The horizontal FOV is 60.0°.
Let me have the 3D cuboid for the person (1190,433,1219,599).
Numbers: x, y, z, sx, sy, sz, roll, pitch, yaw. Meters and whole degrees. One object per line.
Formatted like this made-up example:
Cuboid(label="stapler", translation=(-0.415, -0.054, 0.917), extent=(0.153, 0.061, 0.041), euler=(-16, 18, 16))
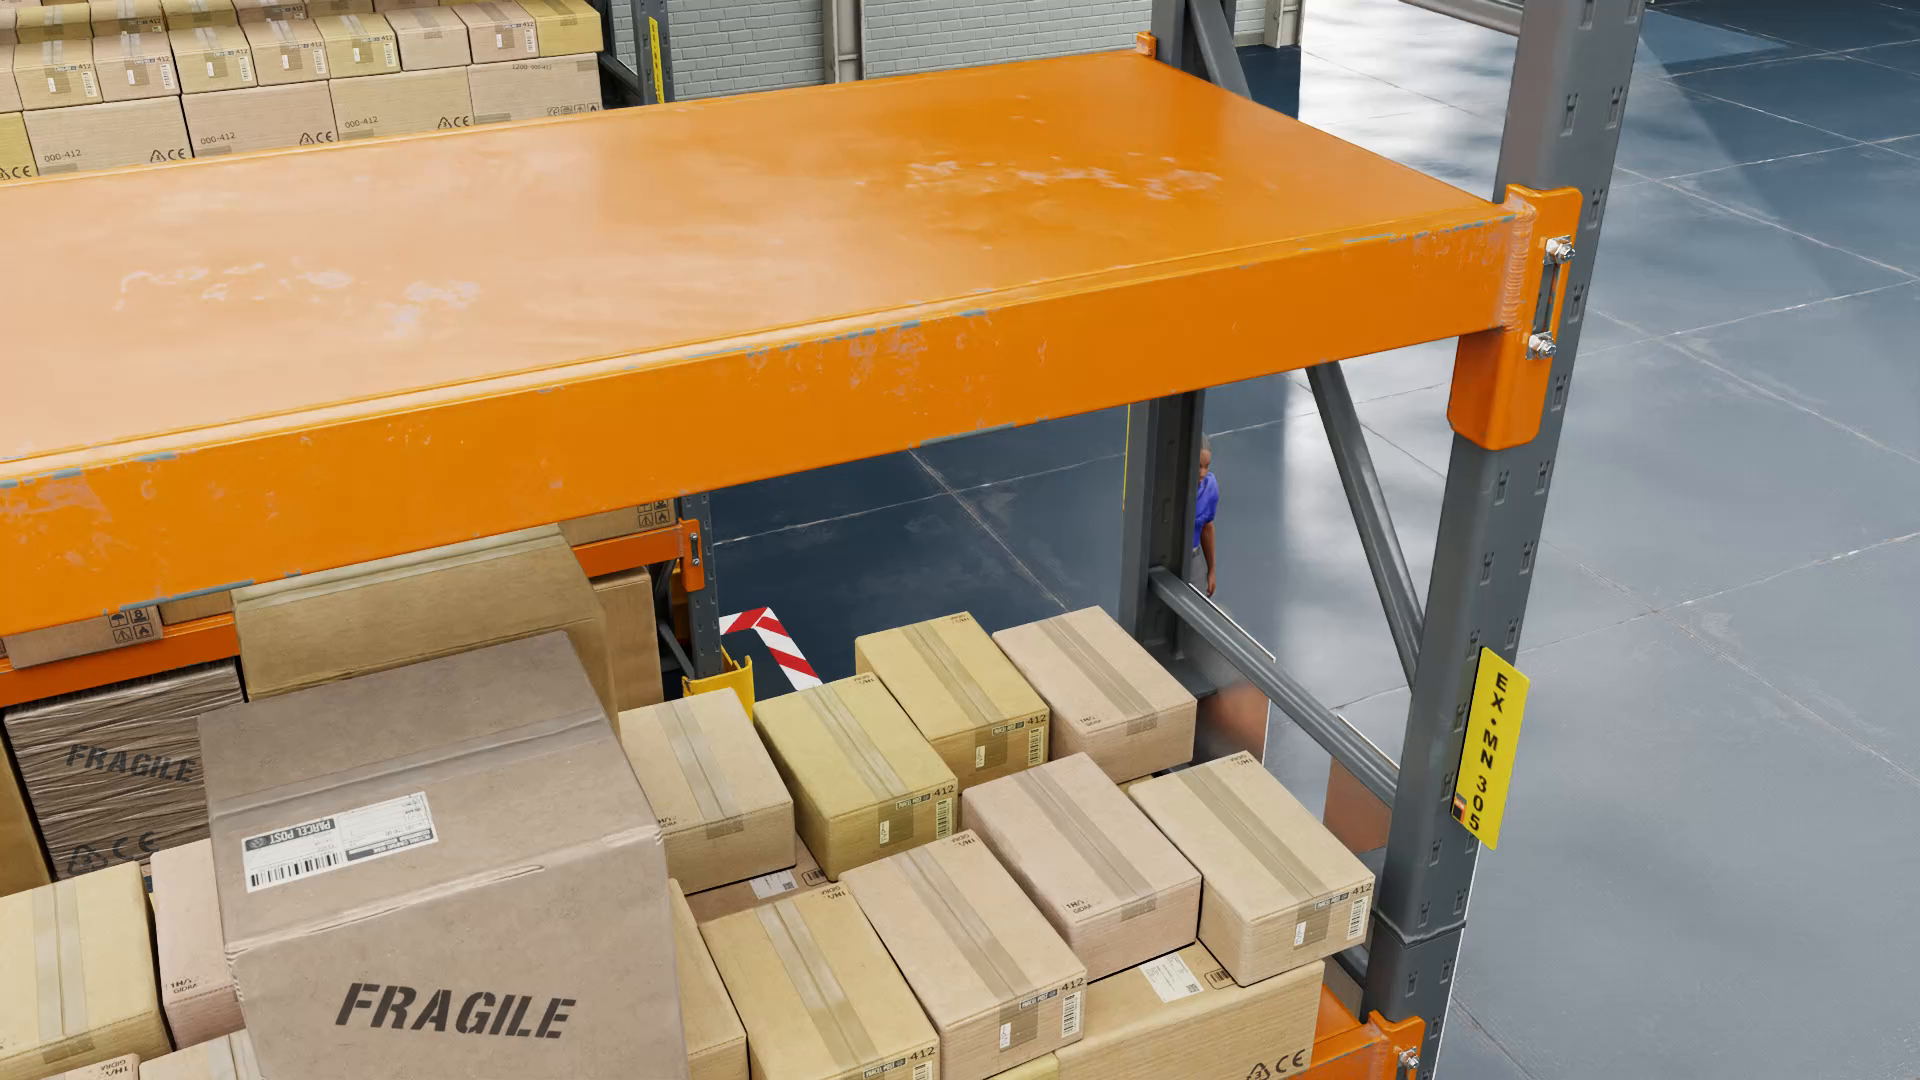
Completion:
Cuboid(label="person", translation=(1.035, 0.206, 8.087), extent=(0.512, 1.654, 0.392), euler=(-13, 32, -22))
